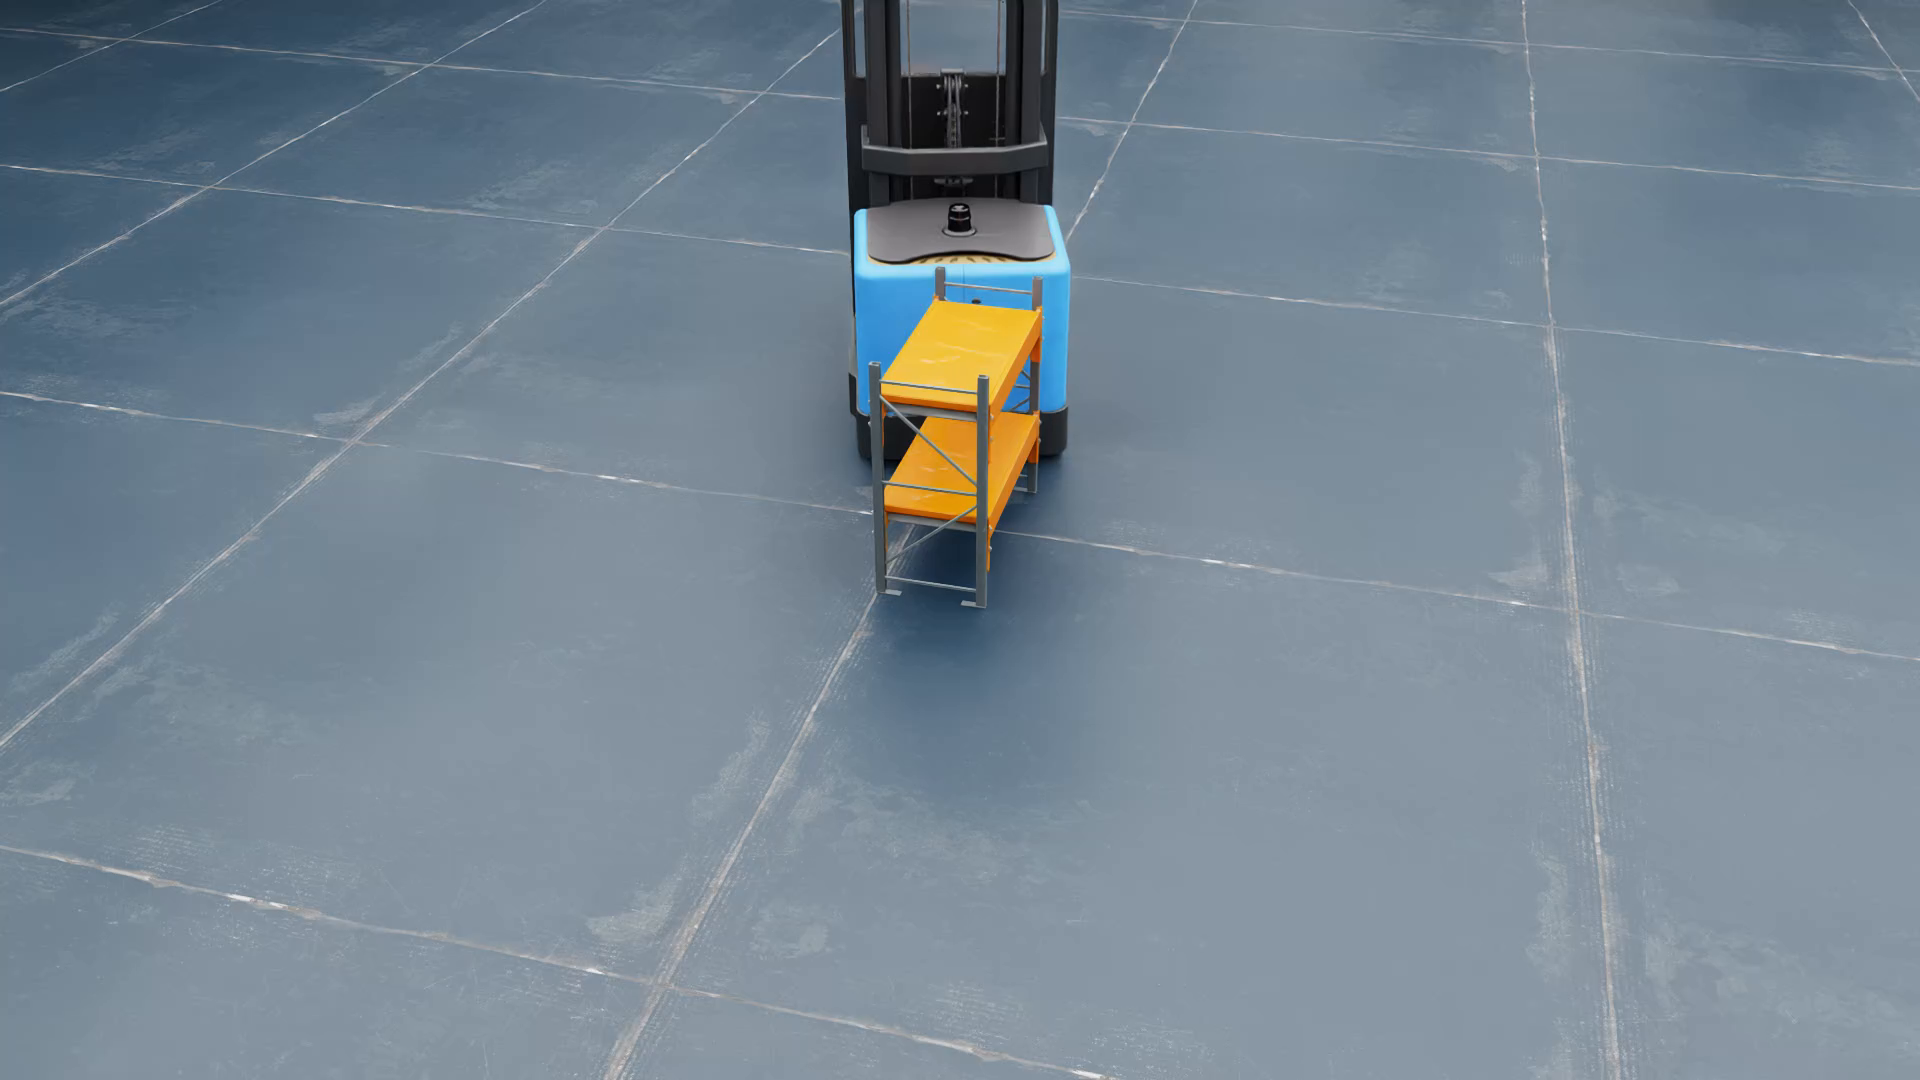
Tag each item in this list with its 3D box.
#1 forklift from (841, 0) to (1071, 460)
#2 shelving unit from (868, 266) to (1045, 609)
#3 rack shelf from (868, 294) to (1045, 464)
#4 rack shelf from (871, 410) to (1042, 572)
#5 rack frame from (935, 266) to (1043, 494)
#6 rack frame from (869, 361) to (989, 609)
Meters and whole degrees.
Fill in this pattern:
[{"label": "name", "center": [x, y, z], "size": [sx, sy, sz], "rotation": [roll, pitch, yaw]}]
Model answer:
[{"label": "forklift", "center": [-0.065, -2.397, 8.789], "size": [1.130, 2.935, 3.031], "rotation": [-2, 32, -3]}, {"label": "shelving unit", "center": [0.002, -0.478, 7.454], "size": [0.538, 1.125, 1.048], "rotation": [8, 33, 12]}, {"label": "rack shelf", "center": [0.002, -0.725, 7.297], "size": [0.538, 0.278, 1.000], "rotation": [8, 33, 12]}, {"label": "rack shelf", "center": [0.002, -0.272, 7.585], "size": [0.538, 0.278, 1.000], "rotation": [8, 33, 12]}, {"label": "rack frame", "center": [0.131, -0.742, 7.869], "size": [0.500, 1.125, 0.032], "rotation": [8, 33, 12]}, {"label": "rack frame", "center": [-0.127, -0.214, 7.039], "size": [0.500, 1.125, 0.032], "rotation": [8, 33, 12]}]
